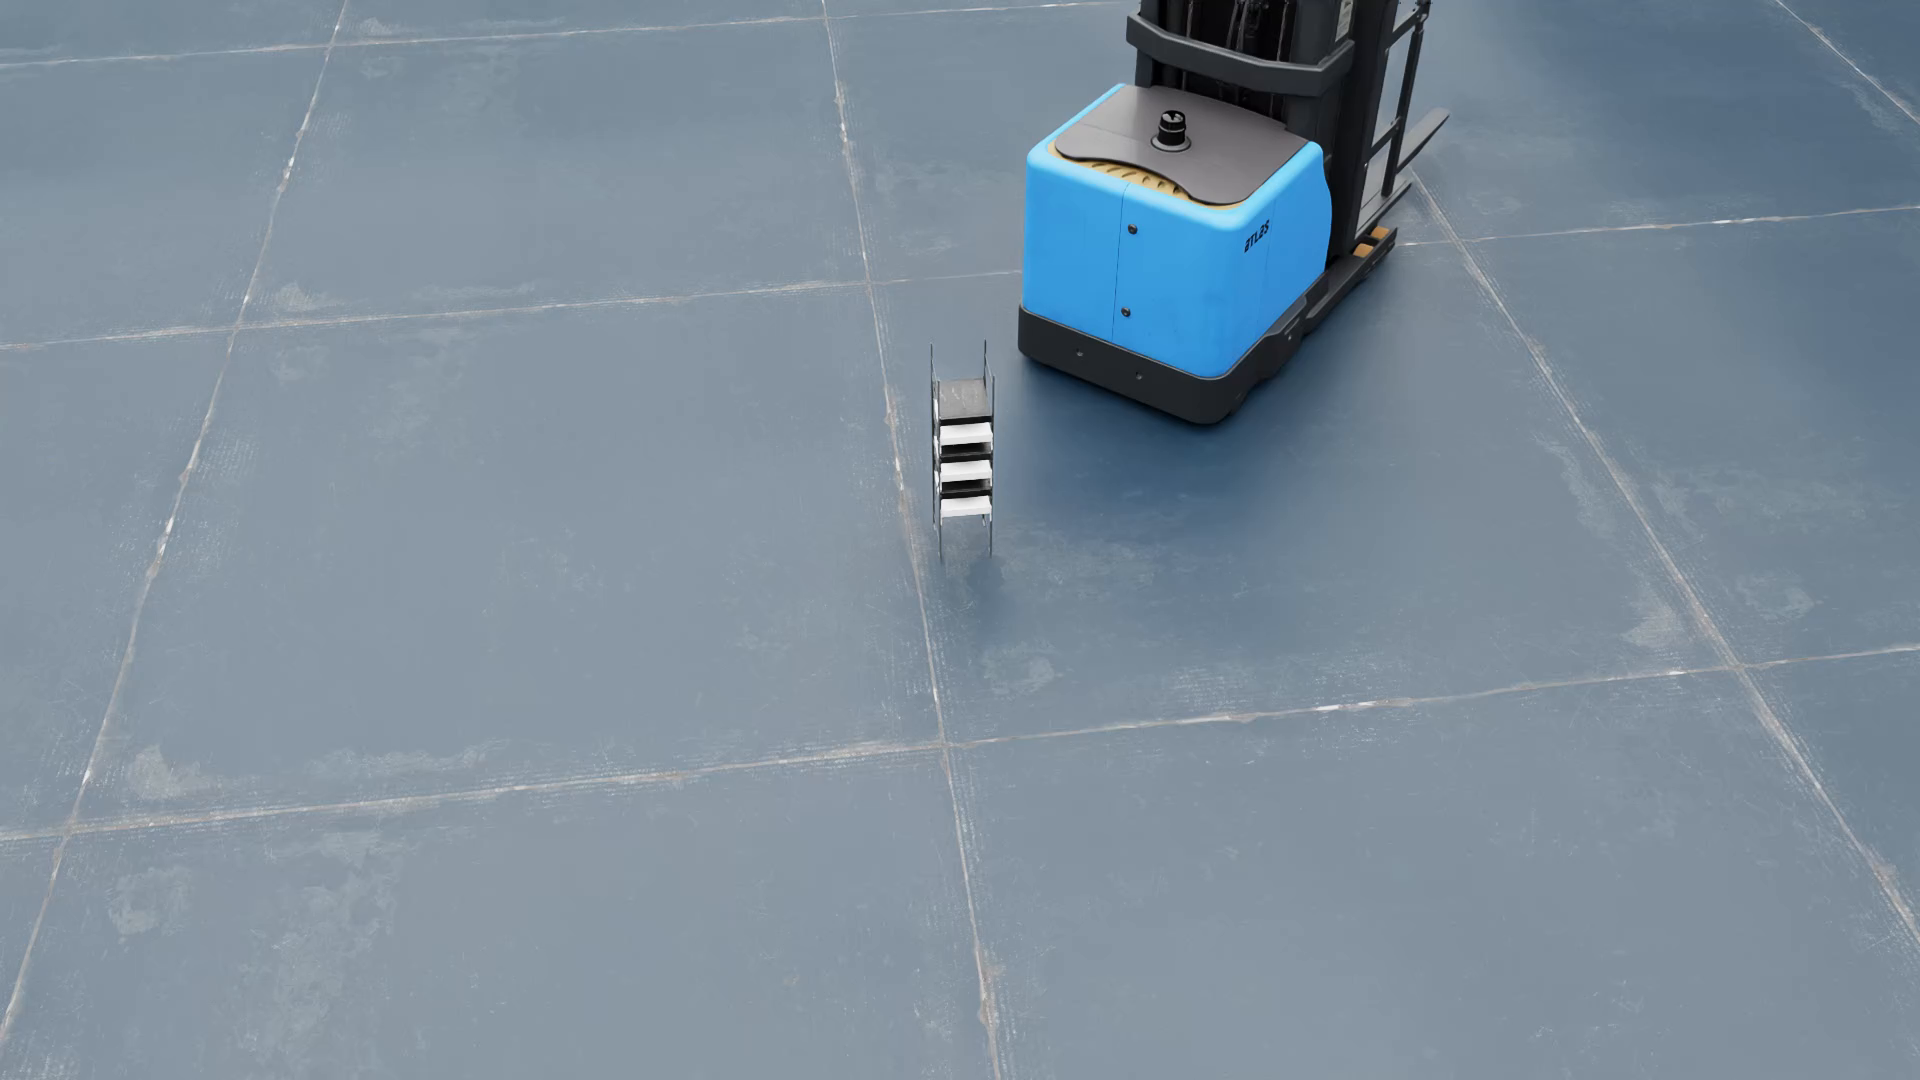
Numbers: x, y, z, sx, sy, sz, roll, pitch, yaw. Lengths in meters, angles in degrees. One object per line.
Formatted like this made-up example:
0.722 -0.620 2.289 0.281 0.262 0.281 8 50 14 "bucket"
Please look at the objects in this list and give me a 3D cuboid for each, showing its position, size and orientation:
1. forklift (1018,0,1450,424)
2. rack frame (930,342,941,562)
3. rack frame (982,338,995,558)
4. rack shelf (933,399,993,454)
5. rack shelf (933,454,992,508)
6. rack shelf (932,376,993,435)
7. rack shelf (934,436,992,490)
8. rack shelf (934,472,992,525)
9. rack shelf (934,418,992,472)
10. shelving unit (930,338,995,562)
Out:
1.515 -2.542 7.380 1.130 2.935 3.031 25 48 25 "forklift"
-0.093 -0.326 6.440 0.006 0.900 0.240 -5 42 -6 "rack frame"
0.109 -0.344 6.459 0.006 0.900 0.240 -5 42 -6 "rack frame"
0.008 -0.444 6.351 0.200 0.077 0.258 -5 42 -6 "rack shelf"
0.008 -0.243 6.532 0.200 0.077 0.258 -5 42 -6 "rack shelf"
0.008 -0.511 6.291 0.200 0.077 0.258 -5 42 -6 "rack shelf"
0.008 -0.310 6.472 0.200 0.077 0.258 -5 42 -6 "rack shelf"
0.008 -0.176 6.592 0.200 0.077 0.258 -5 42 -6 "rack shelf"
0.008 -0.377 6.411 0.200 0.077 0.258 -5 42 -6 "rack shelf"
0.008 -0.335 6.449 0.210 0.900 0.258 -5 42 -6 "shelving unit"
